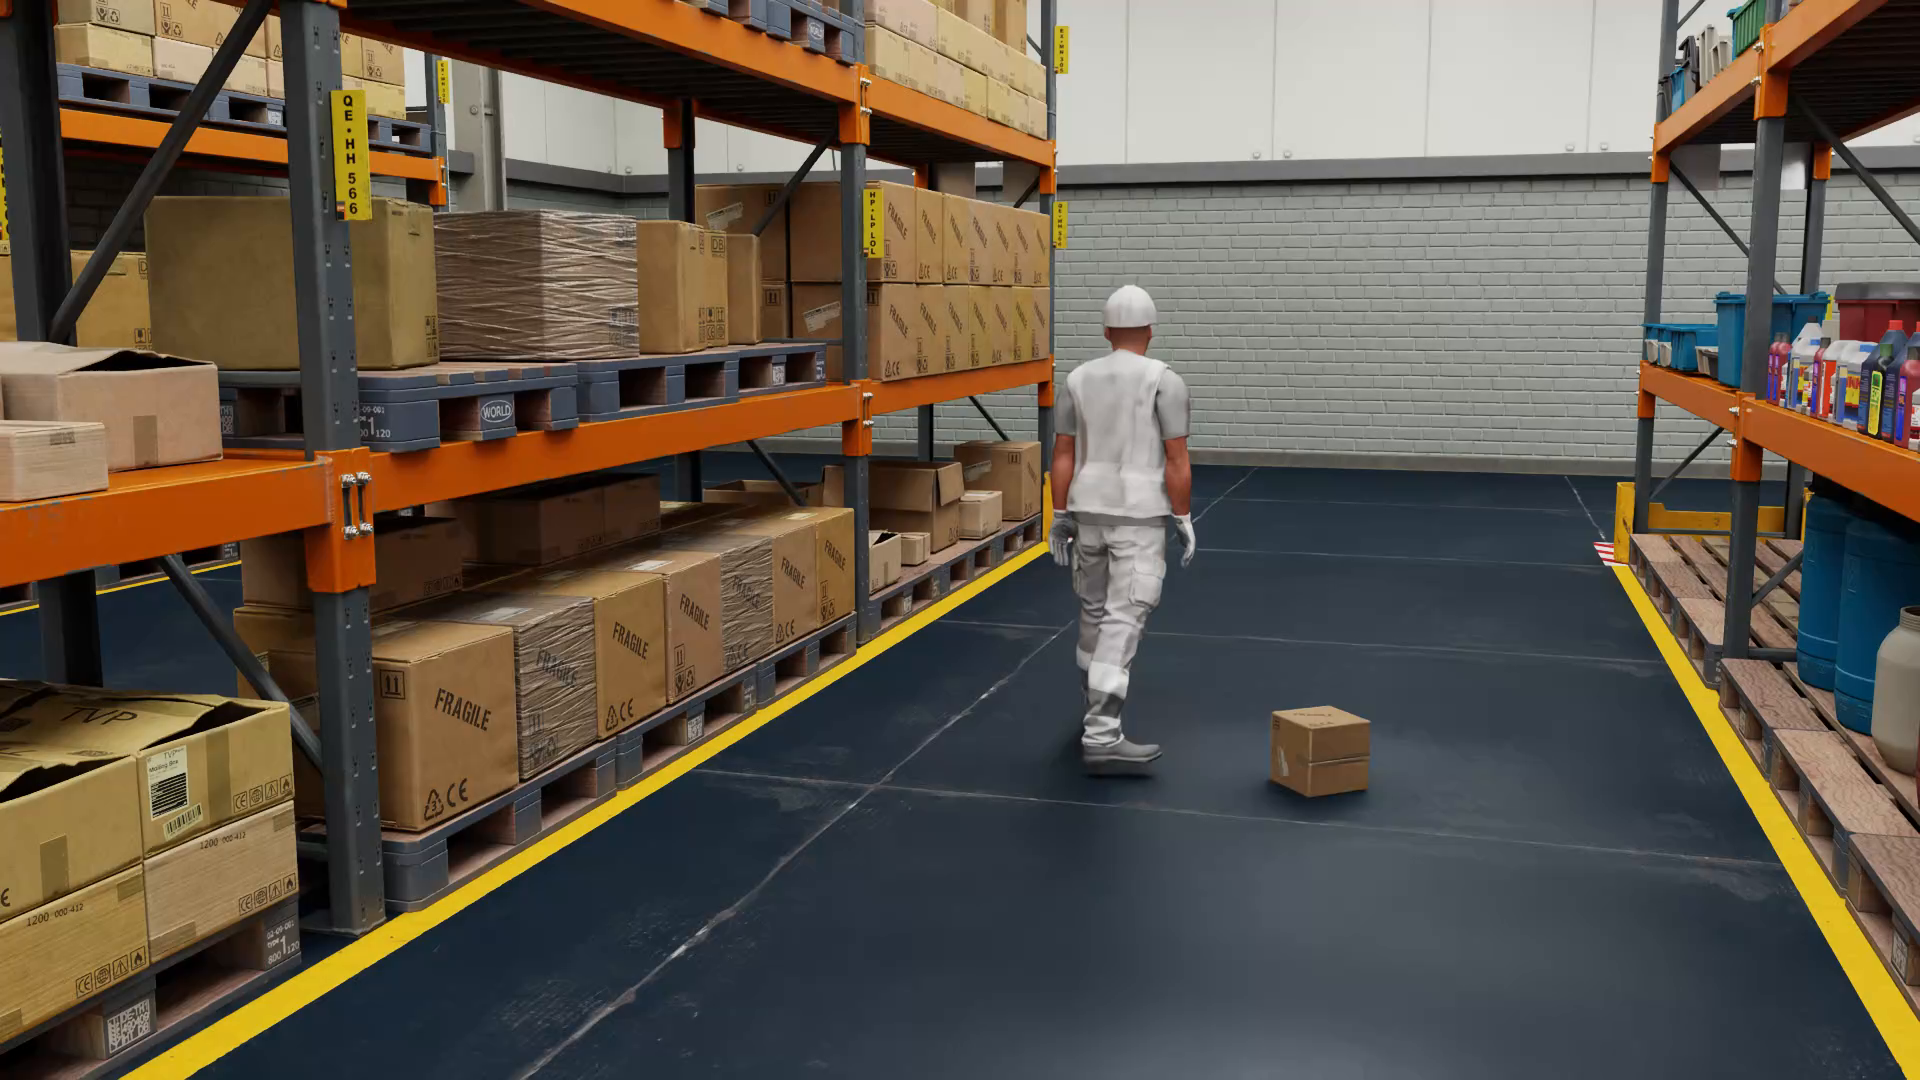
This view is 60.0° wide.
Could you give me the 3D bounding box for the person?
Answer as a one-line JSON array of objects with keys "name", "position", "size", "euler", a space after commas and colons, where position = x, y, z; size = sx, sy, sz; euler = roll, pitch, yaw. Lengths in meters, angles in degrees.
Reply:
[{"name": "person", "position": [0.610, -0.086, 6.332], "size": [0.634, 1.753, 0.904], "euler": [6, 10, 34]}]
